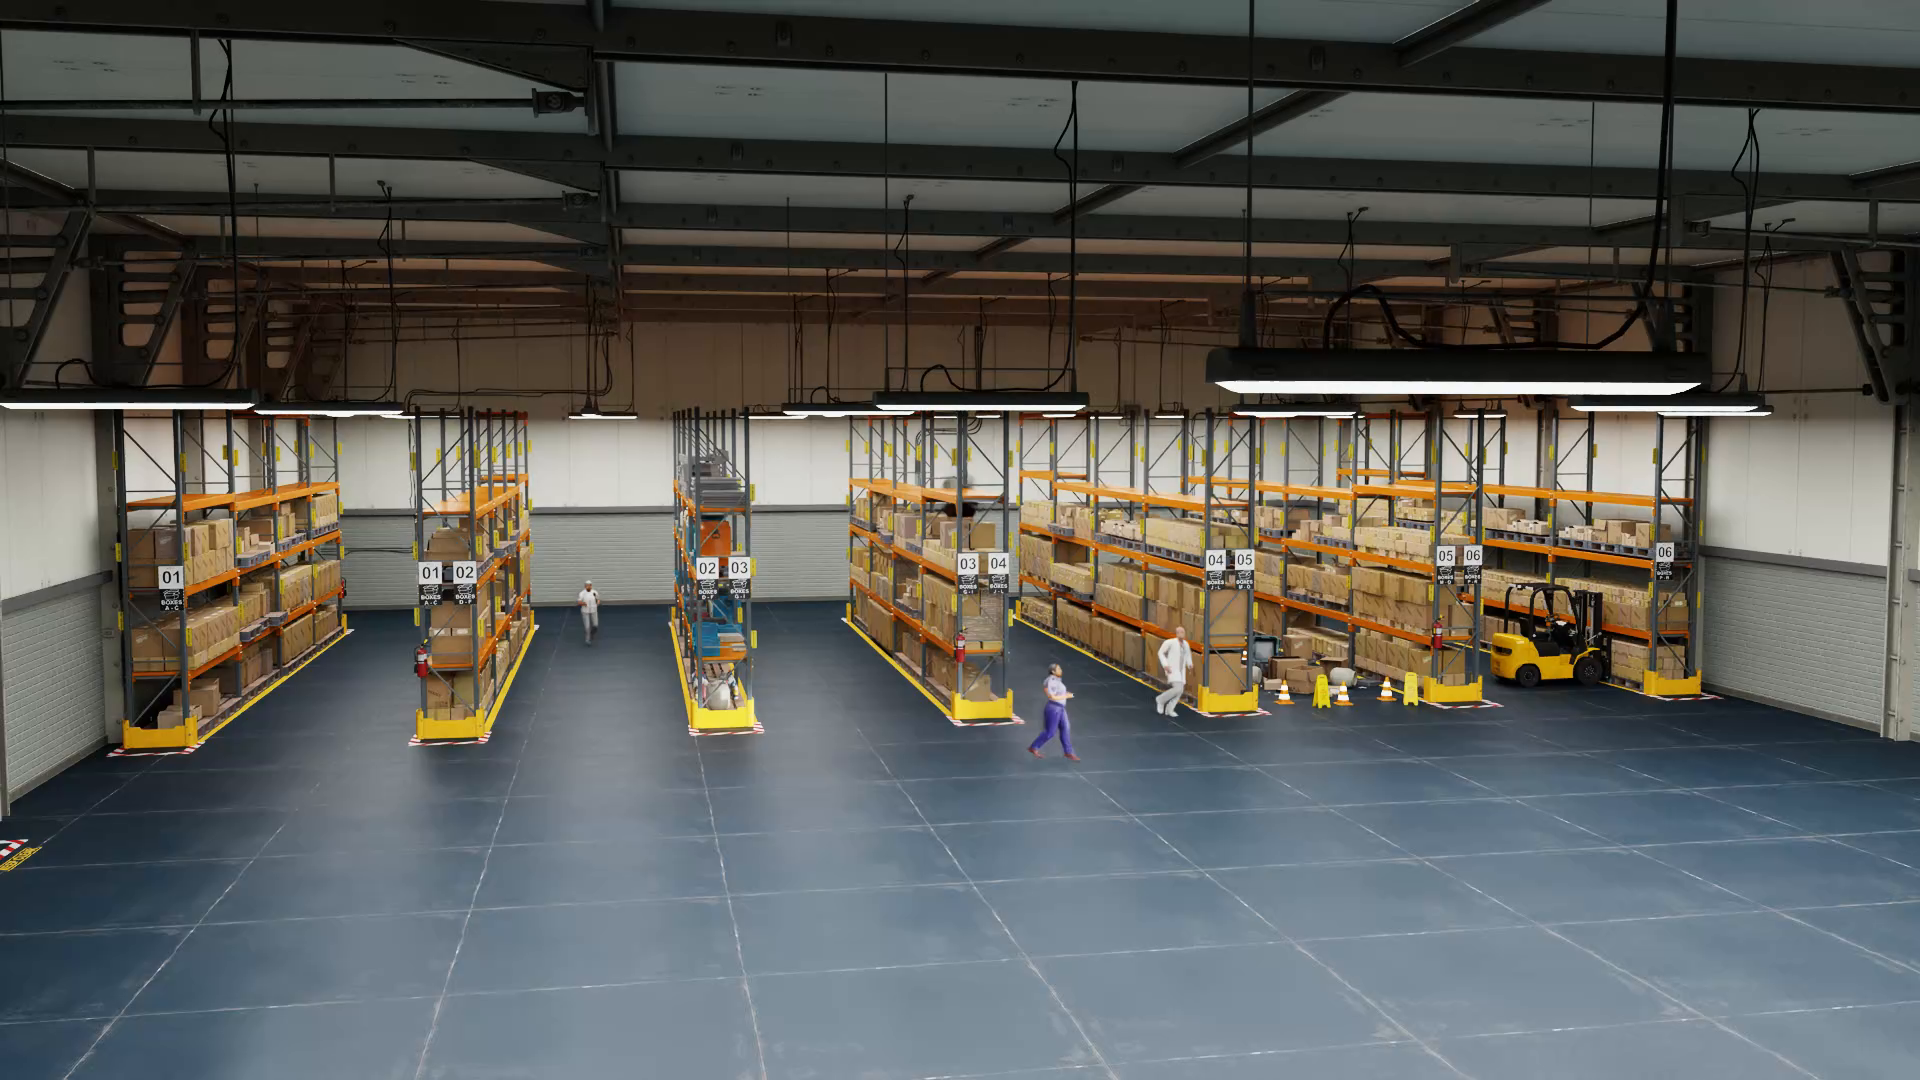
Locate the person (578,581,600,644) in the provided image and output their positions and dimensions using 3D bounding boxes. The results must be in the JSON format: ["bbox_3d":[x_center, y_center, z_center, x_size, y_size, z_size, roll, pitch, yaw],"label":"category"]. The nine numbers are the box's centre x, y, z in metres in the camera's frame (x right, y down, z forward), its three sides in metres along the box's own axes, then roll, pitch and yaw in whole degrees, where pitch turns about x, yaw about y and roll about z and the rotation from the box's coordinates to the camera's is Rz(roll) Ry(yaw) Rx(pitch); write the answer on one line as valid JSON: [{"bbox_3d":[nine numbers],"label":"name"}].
[{"bbox_3d":[-9.492,1.871,42.665,0.589,1.647,0.590,-2,4,-21],"label":"person"}]

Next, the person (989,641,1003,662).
[{"bbox_3d":[0.793,2.033,39.502,0.669,1.745,0.580,-1,4,-15],"label":"person"}]

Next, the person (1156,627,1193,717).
[{"bbox_3d":[4.237,2.558,32.423,0.714,1.723,0.603,-3,5,-36],"label":"person"}]

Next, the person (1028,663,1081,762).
[{"bbox_3d":[1.585,2.898,27.957,0.886,1.670,0.602,1,4,14],"label":"person"}]
